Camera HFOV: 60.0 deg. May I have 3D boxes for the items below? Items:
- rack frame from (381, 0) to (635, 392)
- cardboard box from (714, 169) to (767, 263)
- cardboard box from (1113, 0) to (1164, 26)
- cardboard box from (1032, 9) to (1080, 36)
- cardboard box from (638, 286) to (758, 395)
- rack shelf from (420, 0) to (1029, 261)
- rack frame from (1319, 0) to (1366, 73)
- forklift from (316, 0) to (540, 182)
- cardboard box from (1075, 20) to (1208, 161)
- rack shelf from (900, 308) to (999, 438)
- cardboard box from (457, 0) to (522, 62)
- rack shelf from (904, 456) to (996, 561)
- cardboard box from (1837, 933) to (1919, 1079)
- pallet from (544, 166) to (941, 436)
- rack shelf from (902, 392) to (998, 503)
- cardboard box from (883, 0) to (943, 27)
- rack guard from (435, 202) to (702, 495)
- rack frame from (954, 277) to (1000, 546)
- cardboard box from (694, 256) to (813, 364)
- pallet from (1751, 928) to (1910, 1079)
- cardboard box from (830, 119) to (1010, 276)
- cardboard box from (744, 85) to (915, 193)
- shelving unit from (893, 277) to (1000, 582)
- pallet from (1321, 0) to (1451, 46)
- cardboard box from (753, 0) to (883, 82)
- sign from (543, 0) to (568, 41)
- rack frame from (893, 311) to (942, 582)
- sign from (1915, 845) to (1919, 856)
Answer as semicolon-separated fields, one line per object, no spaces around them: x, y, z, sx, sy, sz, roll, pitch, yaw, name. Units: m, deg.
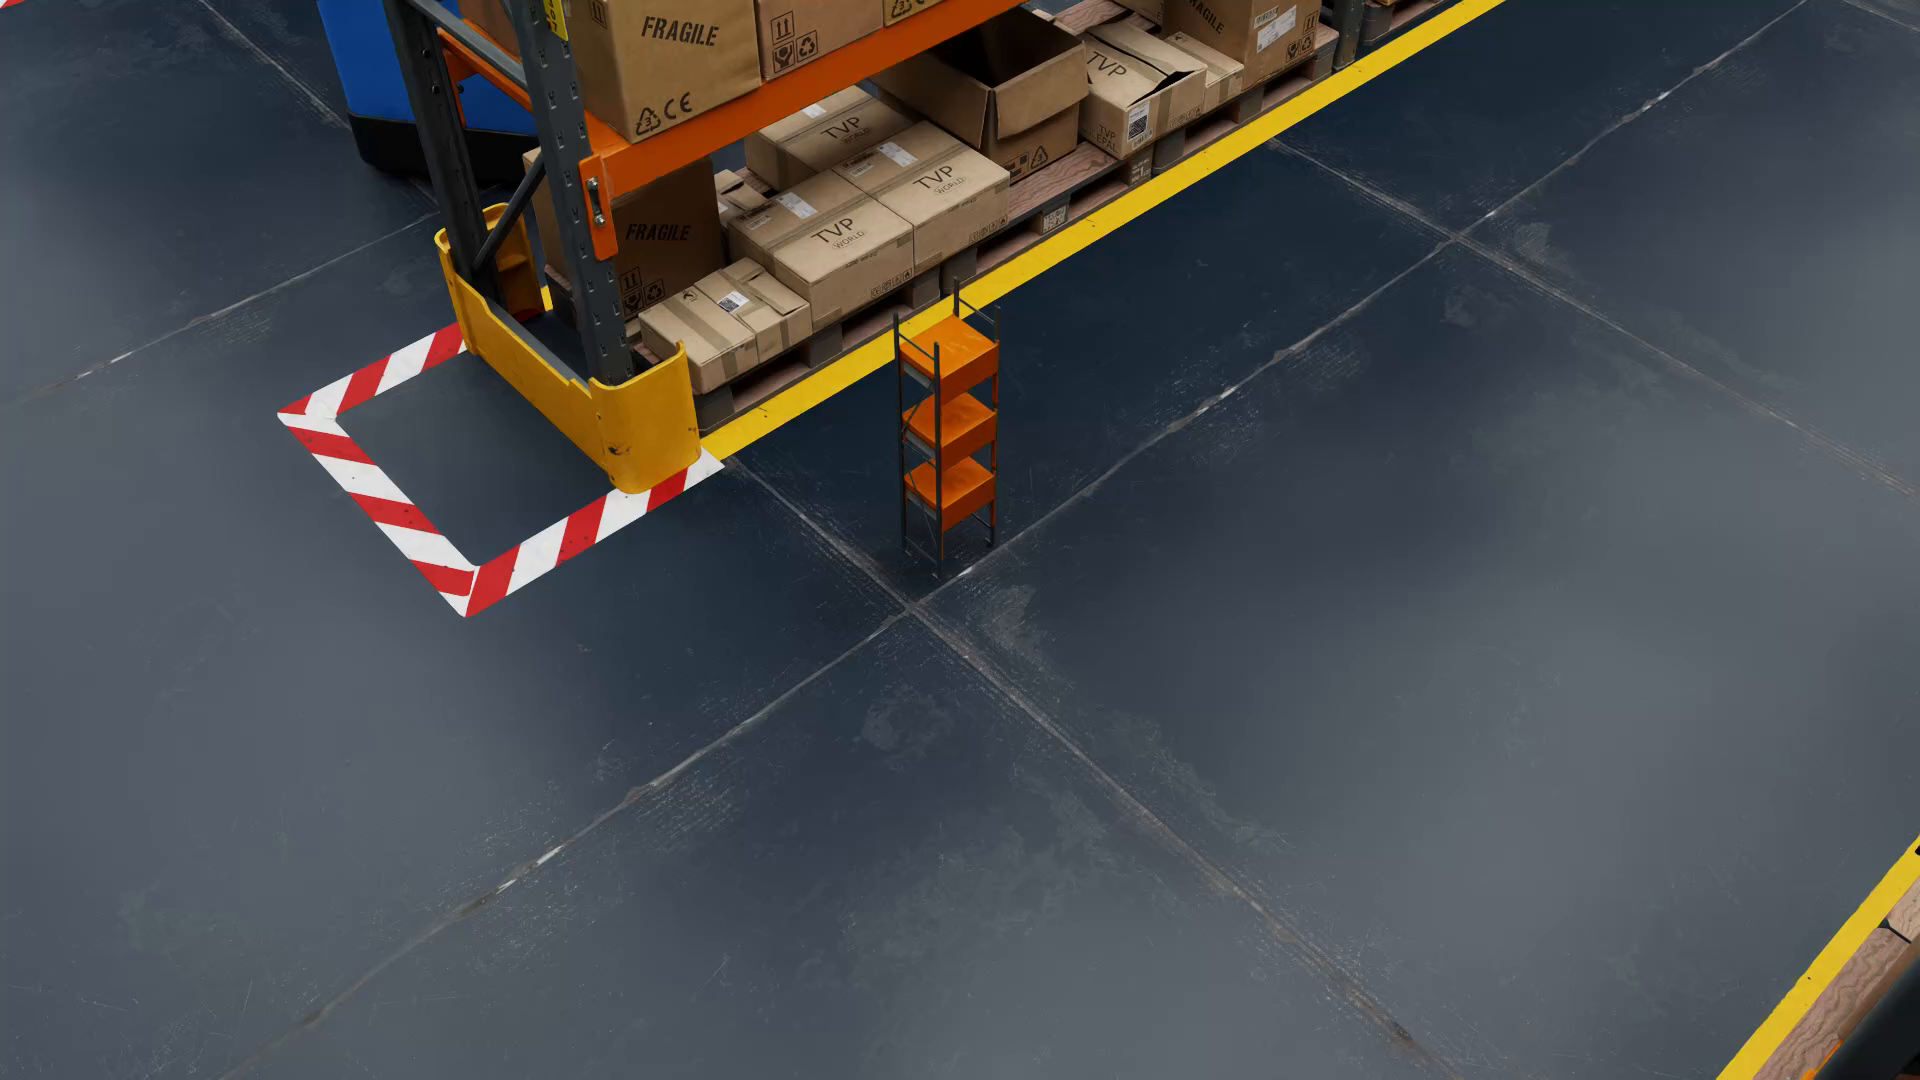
-1.488;-1.524;5.115;0.127;3.000;1.000;-34;56;-27;rack frame
-0.891;-1.266;6.506;0.250;0.166;0.380;-34;56;-27;cardboard box
1.015;-2.649;7.683;0.500;0.311;0.500;-34;56;-27;cardboard box
0.382;-2.167;7.337;0.250;0.166;0.380;-34;56;-27;cardboard box
-0.947;-0.726;6.020;0.250;0.149;0.380;-34;56;-27;cardboard box
-0.008;-2.269;6.292;4.000;0.370;1.077;-34;56;-27;rack shelf
1.471;-3.501;6.940;0.127;3.000;1.000;-34;56;-27;rack frame
-1.811;-3.587;7.066;1.130;2.935;3.031;8;48;7;forklift
0.686;-1.932;7.022;0.500;0.311;0.500;-34;56;-27;cardboard box
-0.040;-0.515;5.139;0.240;0.259;0.215;-34;56;-27;rack shelf
-1.340;-1.927;5.419;0.500;0.500;0.500;-32;55;-26;cardboard box
-0.040;-0.134;5.552;0.240;0.259;0.215;-34;56;-27;rack shelf
2.218;0.809;2.759;0.700;0.700;0.980;-31;55;-26;cardboard box
-0.843;-1.010;6.539;1.213;0.211;1.003;-34;56;-27;pallet
-0.040;-0.322;5.348;0.240;0.259;0.215;-34;56;-27;rack shelf
-0.231;-2.138;5.614;0.500;0.500;0.500;-34;56;-27;cardboard box
-1.432;-0.714;6.068;0.348;0.500;1.175;-34;56;-27;rack guard
0.051;-0.390;5.395;0.008;1.050;0.200;-34;56;-27;rack frame
-0.762;-0.856;6.127;0.250;0.166;0.380;-34;56;-27;cardboard box
2.386;1.676;4.060;1.213;0.211;1.003;-34;56;-27;pallet
-0.155;-1.350;6.526;0.500;0.250;0.500;-34;56;-27;cardboard box
-0.528;-1.597;6.754;0.500;0.250;0.500;-34;56;-27;cardboard box
-0.040;-0.330;5.340;0.252;1.050;0.215;-34;56;-27;shelving unit
2.048;-2.979;8.355;1.213;0.211;1.003;-34;56;-27;pallet
-0.604;-1.892;5.386;0.500;0.500;0.500;-34;56;-27;cardboard box
-1.123;-1.522;4.525;0.005;0.325;0.100;-34;56;-27;sign
-0.130;-0.269;5.284;0.008;1.050;0.200;-34;56;-27;rack frame
1.492;0.393;2.397;0.005;0.325;0.100;-34;56;-27;sign
